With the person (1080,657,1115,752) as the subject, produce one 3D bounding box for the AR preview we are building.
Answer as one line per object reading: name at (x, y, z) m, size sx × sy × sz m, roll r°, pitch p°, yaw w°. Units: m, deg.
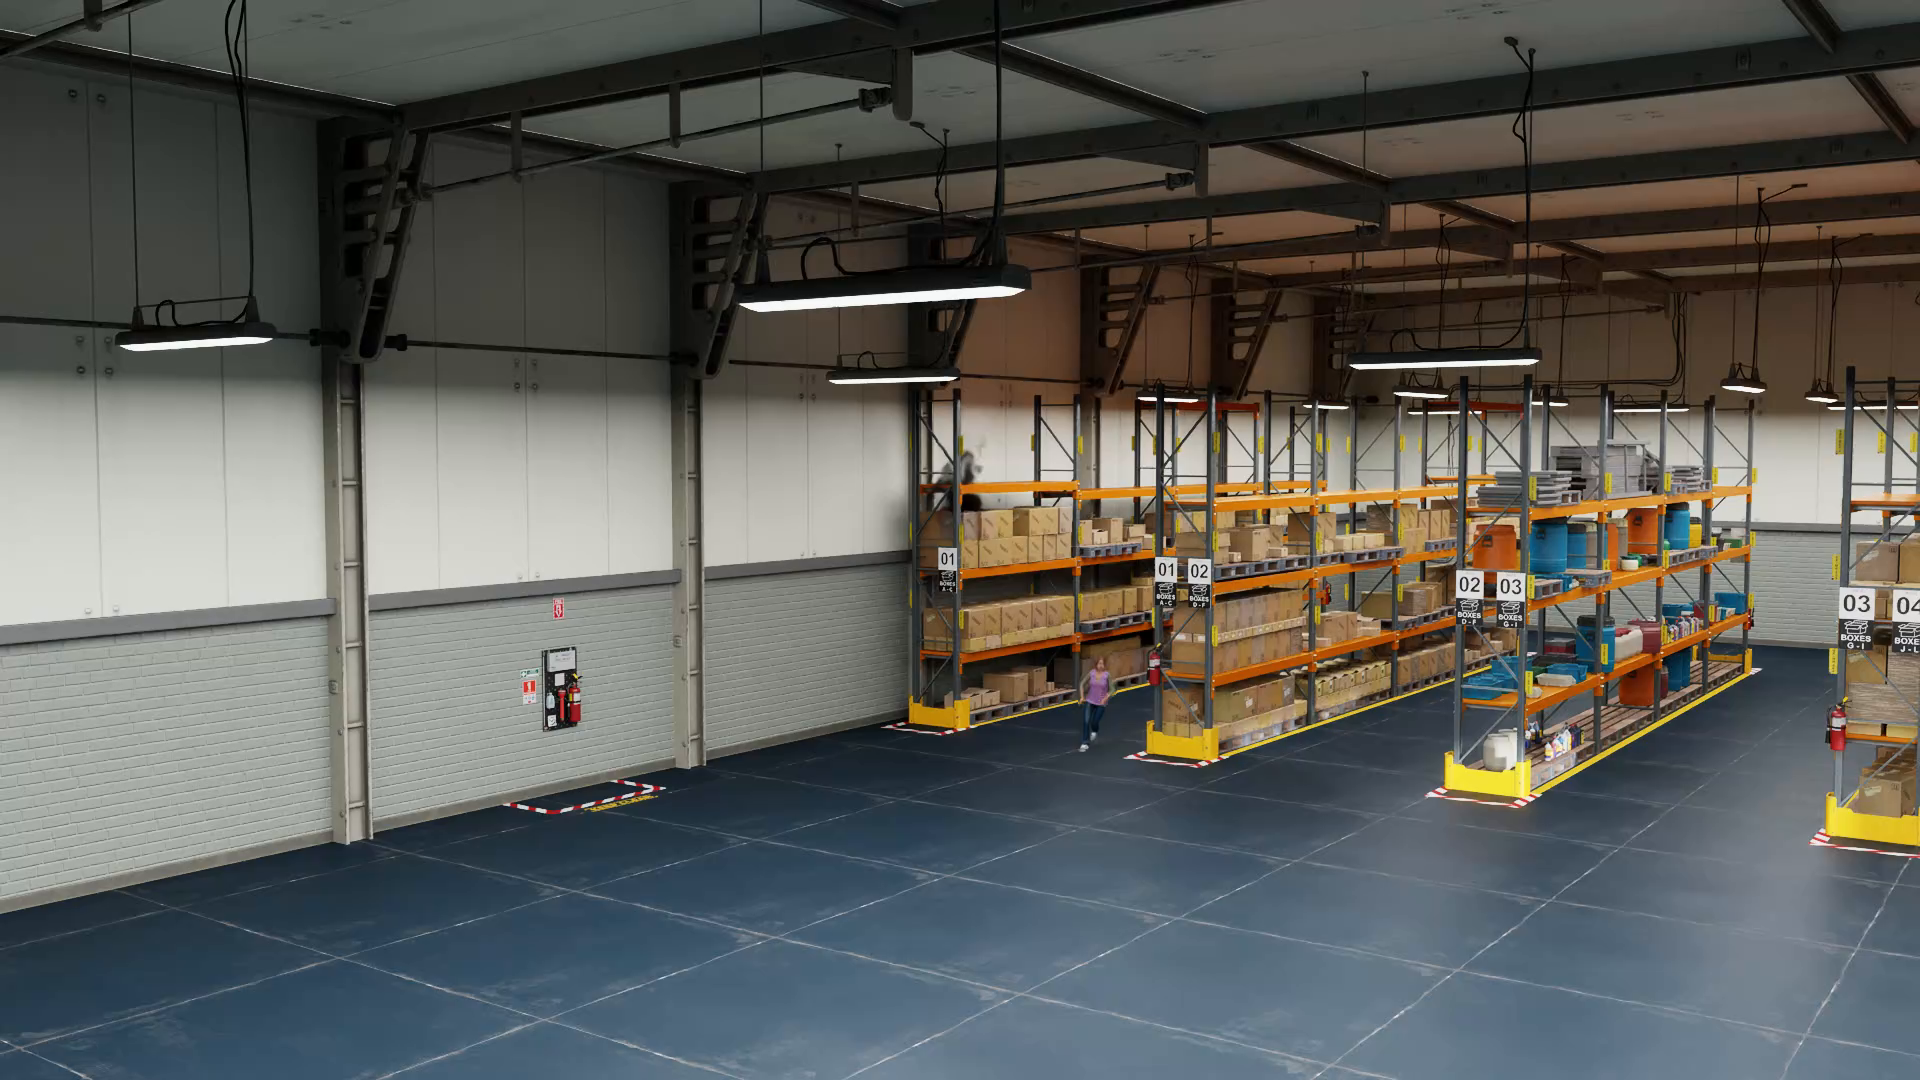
person at (2.252, 2.687, 27.353) m, size 0.582 × 1.549 × 0.615 m, roll 1°, pitch 3°, yaw 14°
